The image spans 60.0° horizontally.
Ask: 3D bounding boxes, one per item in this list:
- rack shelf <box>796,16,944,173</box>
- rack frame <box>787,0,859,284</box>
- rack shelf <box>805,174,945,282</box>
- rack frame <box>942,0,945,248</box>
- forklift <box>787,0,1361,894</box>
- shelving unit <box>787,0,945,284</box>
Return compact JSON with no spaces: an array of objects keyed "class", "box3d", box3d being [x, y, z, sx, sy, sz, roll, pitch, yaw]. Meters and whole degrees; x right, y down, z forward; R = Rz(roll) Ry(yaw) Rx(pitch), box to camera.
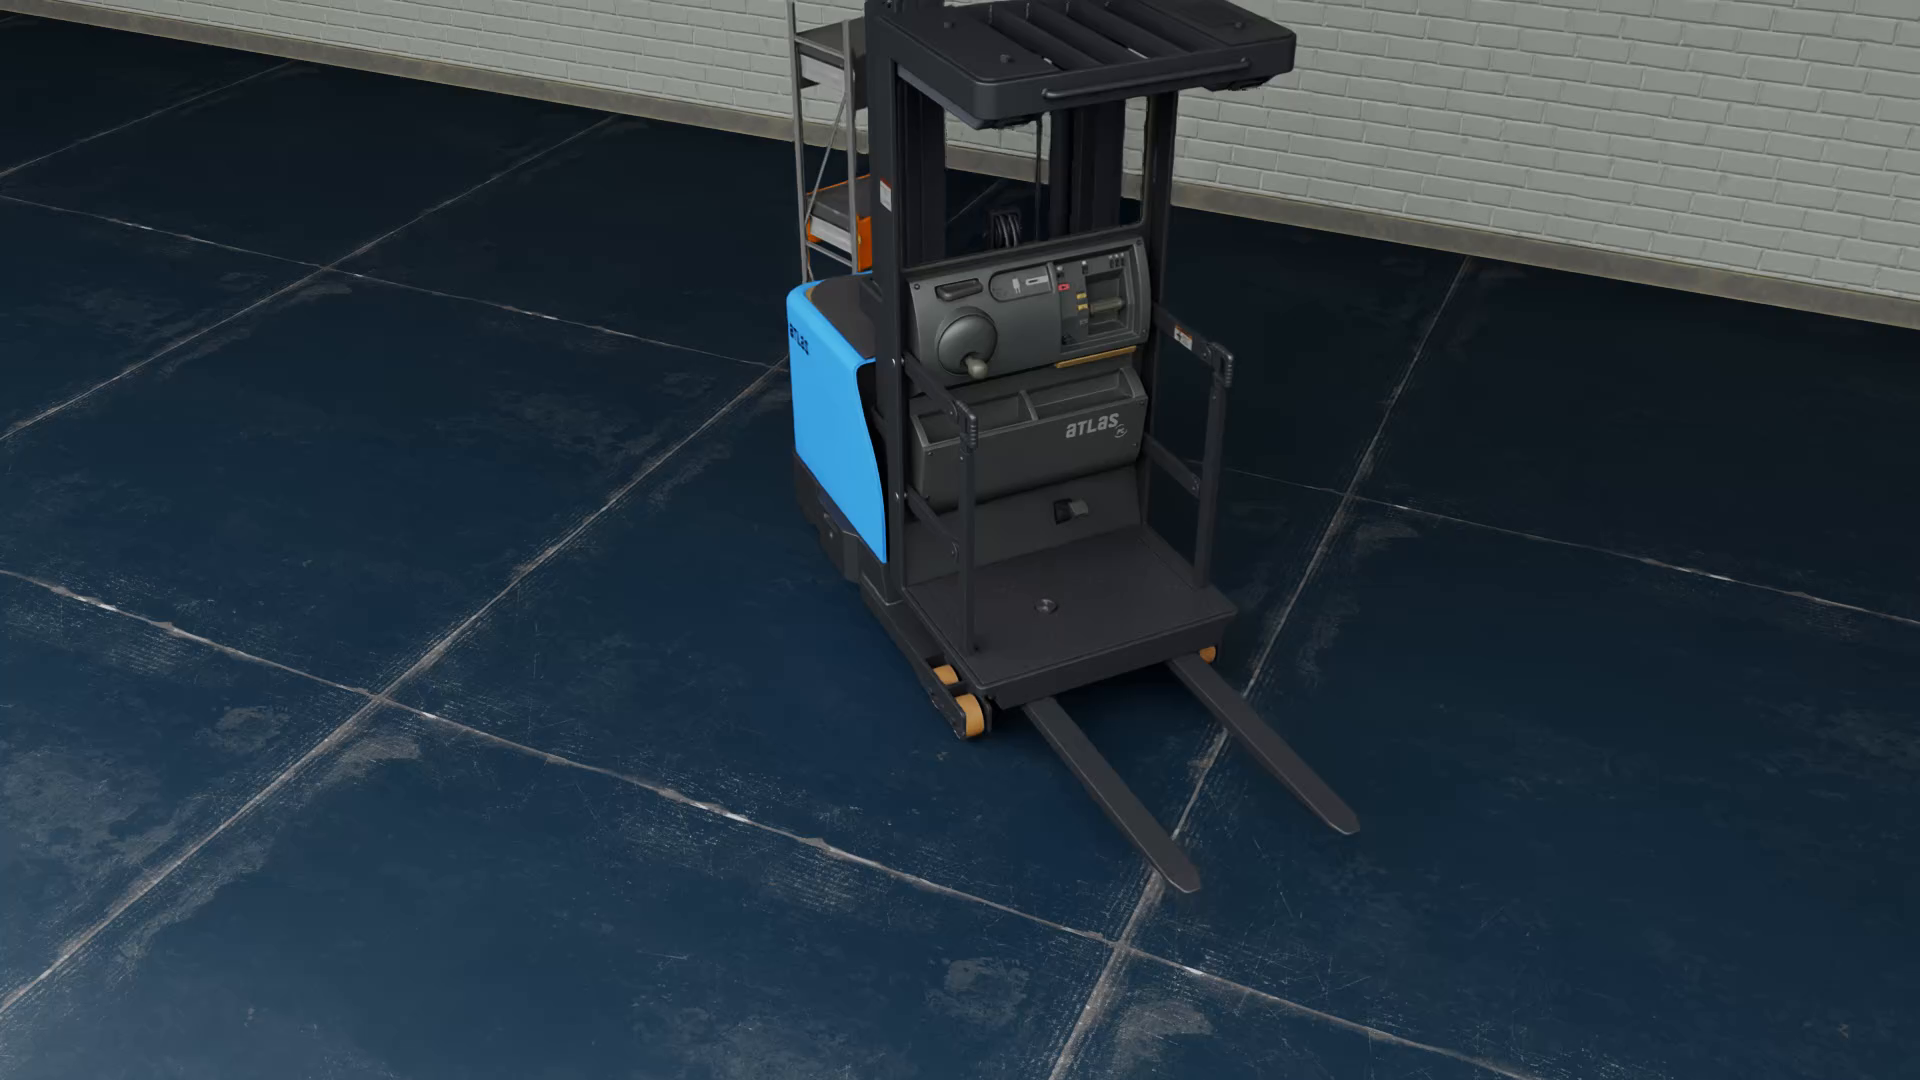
[{"class":"rack shelf","box3d":[-0.385,-1.903,6.986,0.480,0.518,0.431,-26,41,-34]},{"class":"rack frame","box3d":[-0.567,-1.240,7.227,0.015,2.100,0.400,-26,41,-34]},{"class":"rack shelf","box3d":[-0.385,-1.318,7.370,0.480,0.518,0.431,-26,41,-34]},{"class":"rack frame","box3d":[-0.203,-1.418,7.498,0.015,2.100,0.400,-26,41,-34]},{"class":"forklift","box3d":[0.353,-0.768,5.749,1.130,2.935,3.031,-15,36,-21]},{"class":"shelving unit","box3d":[-0.385,-1.329,7.362,0.503,2.100,0.431,-26,41,-34]}]
